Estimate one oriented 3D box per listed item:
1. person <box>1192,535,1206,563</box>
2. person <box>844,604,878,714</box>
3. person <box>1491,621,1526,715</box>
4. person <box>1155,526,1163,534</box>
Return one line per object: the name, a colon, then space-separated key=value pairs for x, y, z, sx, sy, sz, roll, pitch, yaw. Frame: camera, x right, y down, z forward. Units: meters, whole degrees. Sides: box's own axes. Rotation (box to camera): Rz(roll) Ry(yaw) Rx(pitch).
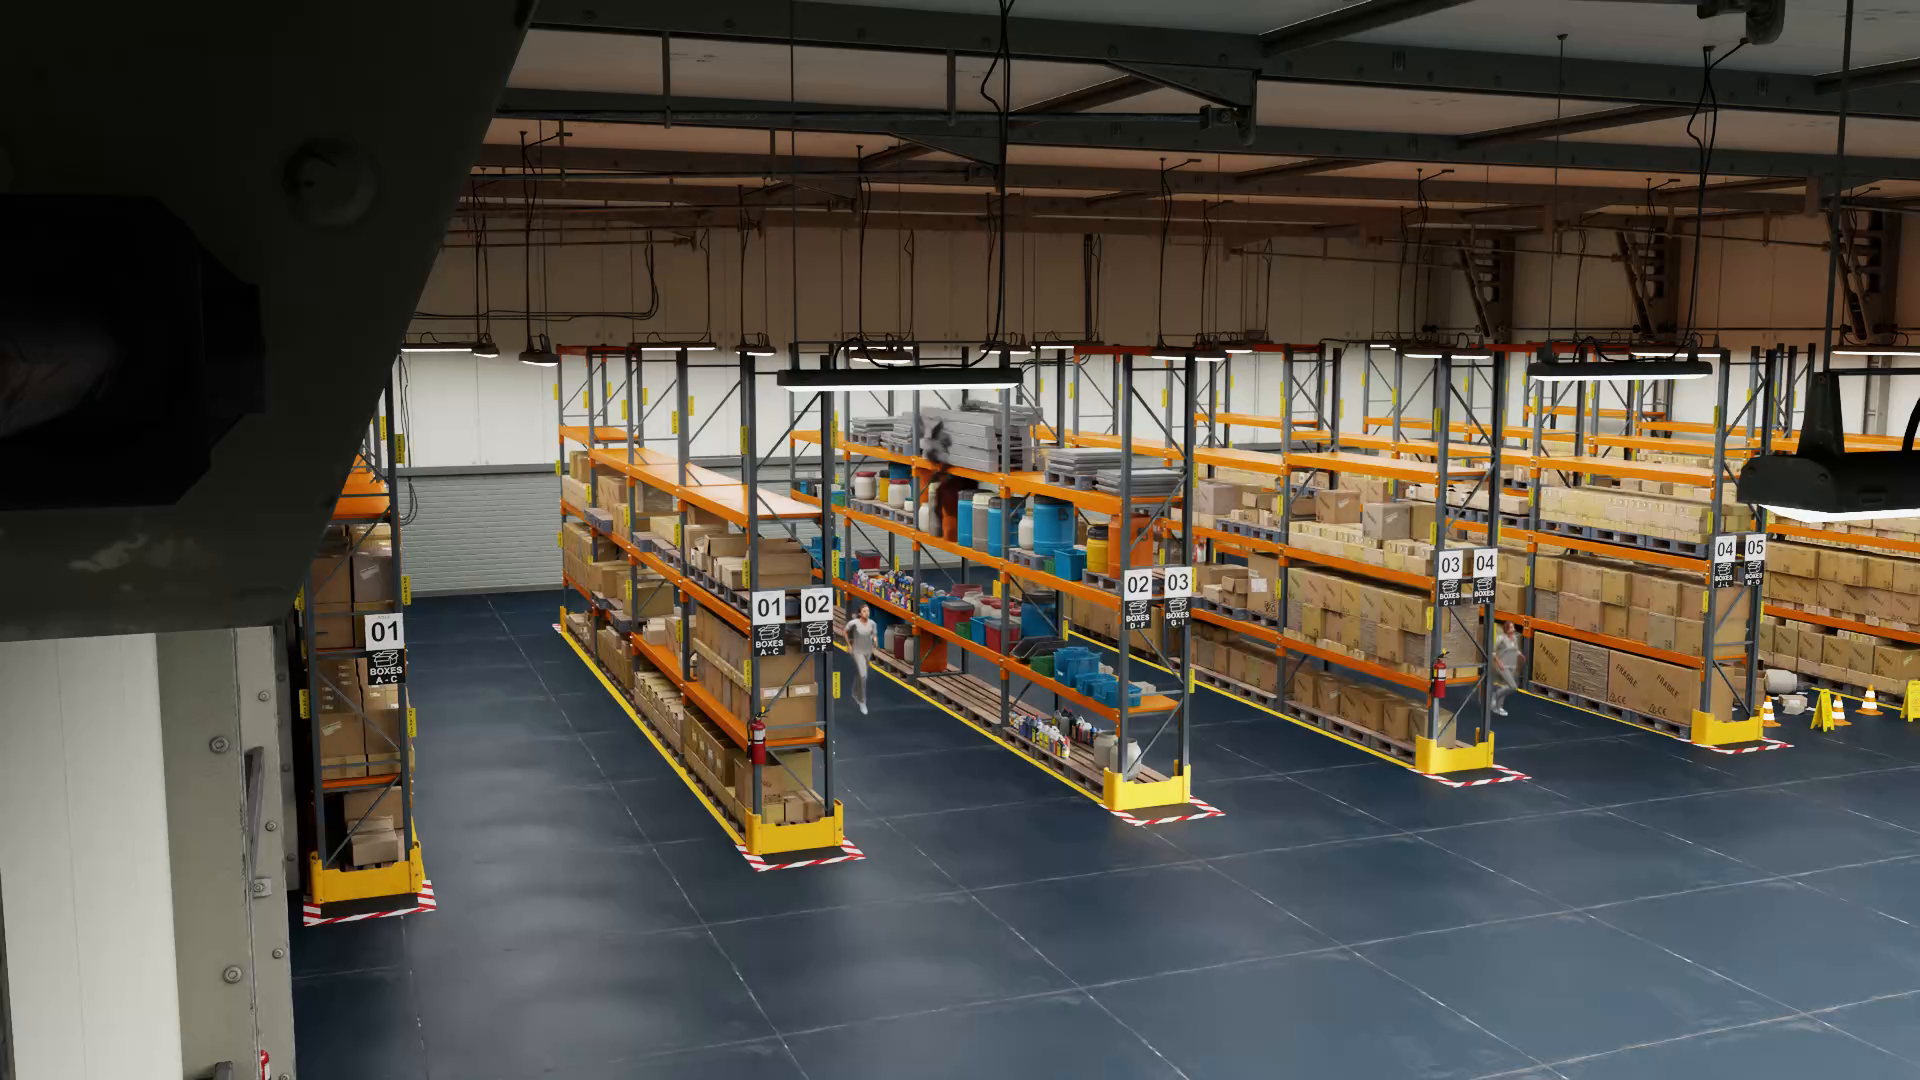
person: x=5.342 y=0.727 z=37.043 sx=0.664 sy=1.808 sz=0.873 roll=-2 pitch=8 yaw=-16
person: x=-1.564 y=1.873 z=26.616 sx=0.484 sy=1.753 sz=0.810 roll=-5 pitch=9 yaw=-34
person: x=8.994 y=2.103 z=27.259 sx=0.521 sy=1.566 sz=0.541 roll=-5 pitch=9 yaw=-33
person: x=4.868 y=0.385 z=40.728 sx=0.593 sy=1.577 sz=0.773 roll=5 pitch=9 yaw=33
